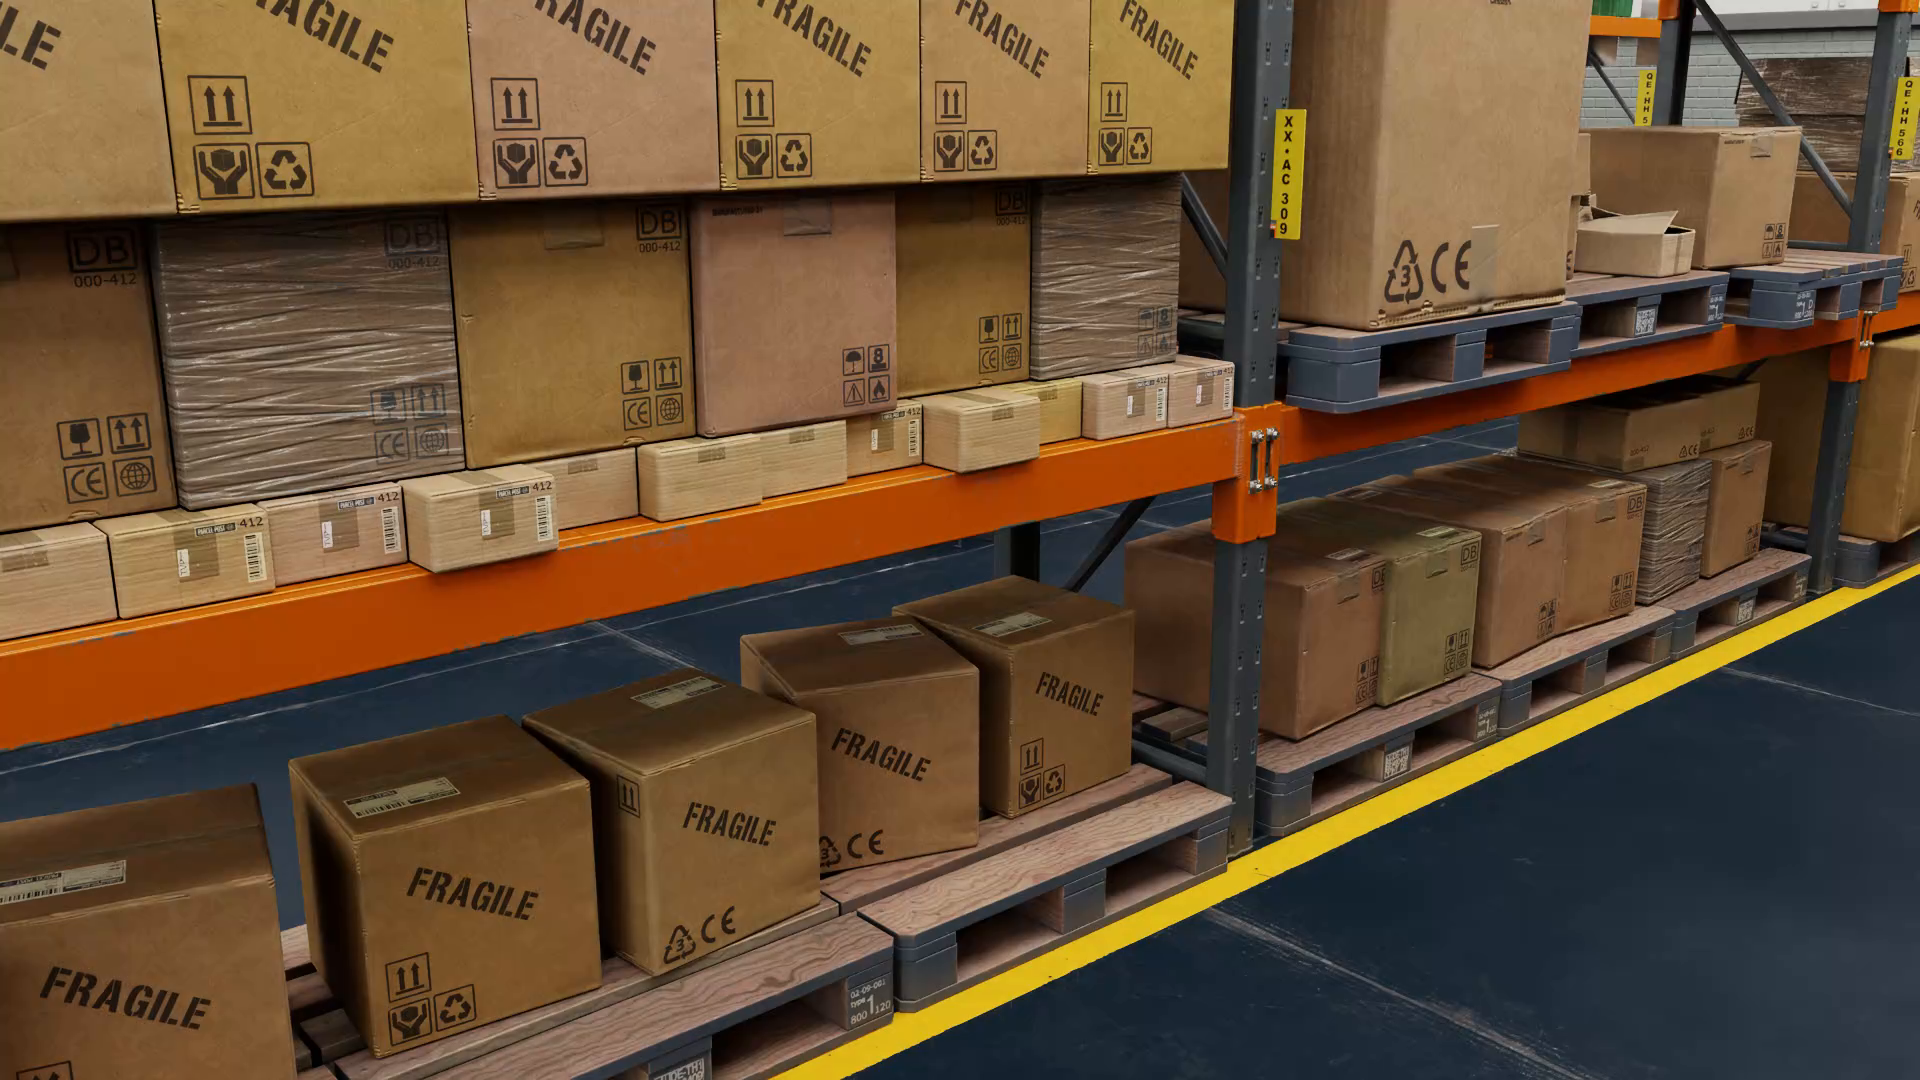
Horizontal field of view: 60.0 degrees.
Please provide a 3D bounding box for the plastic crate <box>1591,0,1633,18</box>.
[{"bbox_3d":[5.725,-4.750,14.817,0.336,0.188,0.450,-13,19,-39],"label":"plastic crate"}]

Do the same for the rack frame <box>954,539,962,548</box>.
[{"bbox_3d":[-0.071,-0.419,8.075,0.006,0.900,0.240,-13,19,-39],"label":"rack frame"}]

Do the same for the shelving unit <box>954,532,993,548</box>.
[{"bbox_3d":[0.006,-0.436,8.139,0.210,0.900,0.258,-13,19,-39],"label":"shelving unit"}]

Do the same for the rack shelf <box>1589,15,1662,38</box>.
[{"bbox_3d":[4.773,-4.388,14.447,4.000,0.370,1.077,-13,19,-39],"label":"rack shelf"}]

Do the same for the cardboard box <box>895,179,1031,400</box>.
[{"bbox_3d":[-0.300,-0.678,4.207,0.500,0.500,0.875,-13,19,-39],"label":"cardboard box"}]

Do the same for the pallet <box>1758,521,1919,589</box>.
[{"bbox_3d":[4.142,-0.078,8.131,1.213,0.211,1.003,-13,19,-39],"label":"pallet"}]

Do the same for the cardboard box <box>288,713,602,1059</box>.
[{"bbox_3d":[-1.142,0.741,3.692,0.500,0.500,0.500,-10,18,-34],"label":"cardboard box"}]

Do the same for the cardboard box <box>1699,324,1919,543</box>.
[{"bbox_3d":[4.032,-0.595,7.969,0.875,0.875,1.225,-14,20,-42],"label":"cardboard box"}]

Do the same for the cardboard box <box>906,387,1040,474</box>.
[{"bbox_3d":[-0.027,-0.278,3.965,0.250,0.149,0.380,-13,19,-39],"label":"cardboard box"}]

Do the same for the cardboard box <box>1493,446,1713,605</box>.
[{"bbox_3d":[2.596,-0.097,6.792,0.700,0.500,0.500,14,20,42],"label":"cardboard box"}]

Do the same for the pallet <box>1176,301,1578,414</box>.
[{"bbox_3d":[1.153,-0.637,5.193,1.213,0.211,1.003,-13,19,-39],"label":"pallet"}]

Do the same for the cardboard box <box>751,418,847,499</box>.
[{"bbox_3d":[-0.464,-0.211,3.715,0.250,0.149,0.380,-13,19,-39],"label":"cardboard box"}]

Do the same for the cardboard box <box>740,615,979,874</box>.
[{"bbox_3d":[-0.275,0.535,4.465,0.500,0.500,0.500,-6,16,-22],"label":"cardboard box"}]

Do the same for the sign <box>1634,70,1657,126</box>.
[{"bbox_3d":[3.131,-1.973,7.579,0.005,0.325,0.100,-13,19,-39],"label":"sign"}]

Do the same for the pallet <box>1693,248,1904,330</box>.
[{"bbox_3d":[3.030,-1.072,6.822,1.003,0.211,1.213,-13,19,-39],"label":"pallet"}]

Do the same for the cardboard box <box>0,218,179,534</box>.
[{"bbox_3d":[-1.806,-0.339,2.935,0.500,0.500,0.875,-13,19,-39],"label":"cardboard box"}]

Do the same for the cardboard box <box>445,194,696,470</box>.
[{"bbox_3d":[-1.015,-0.497,3.529,0.500,0.500,0.875,-13,19,-39],"label":"cardboard box"}]

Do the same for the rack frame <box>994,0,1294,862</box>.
[{"bbox_3d":[0.481,-0.628,4.790,0.127,3.000,1.000,-13,19,-39],"label":"rack frame"}]

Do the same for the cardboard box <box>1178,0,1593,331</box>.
[{"bbox_3d":[1.172,-1.228,5.060,1.000,1.000,1.000,-12,19,-39],"label":"cardboard box"}]

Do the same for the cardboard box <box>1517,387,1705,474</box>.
[{"bbox_3d":[2.619,-0.462,6.705,0.500,0.250,0.500,-10,18,-33],"label":"cardboard box"}]

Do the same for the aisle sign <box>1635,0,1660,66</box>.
[{"bbox_3d":[6.528,-4.836,15.507,0.004,0.787,0.394,-13,19,-39],"label":"aisle sign"}]

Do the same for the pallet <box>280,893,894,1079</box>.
[{"bbox_3d":[-0.924,1.047,3.920,1.213,0.211,1.003,-13,19,-39],"label":"pallet"}]

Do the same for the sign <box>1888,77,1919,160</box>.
[{"bbox_3d":[3.861,-1.723,6.798,0.005,0.325,0.100,-13,19,-39],"label":"sign"}]

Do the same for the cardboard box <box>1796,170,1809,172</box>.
[{"bbox_3d":[3.708,-1.486,7.807,0.500,0.500,0.500,-12,19,-38],"label":"cardboard box"}]

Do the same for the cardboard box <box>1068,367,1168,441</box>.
[{"bbox_3d":[0.316,-0.373,4.320,0.250,0.149,0.380,-13,19,-39],"label":"cardboard box"}]

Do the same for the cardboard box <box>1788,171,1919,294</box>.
[{"bbox_3d":[4.043,-1.384,7.423,0.500,0.500,0.500,-12,19,-38],"label":"cardboard box"}]

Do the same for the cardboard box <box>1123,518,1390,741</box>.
[{"bbox_3d":[0.958,0.267,5.429,0.700,0.500,0.500,14,21,43],"label":"cardboard box"}]

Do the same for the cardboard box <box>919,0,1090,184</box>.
[{"bbox_3d":[-0.055,-1.089,3.805,0.500,0.500,0.500,-13,19,-39],"label":"cardboard box"}]

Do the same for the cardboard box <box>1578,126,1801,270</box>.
[{"bbox_3d":[2.761,-1.344,6.461,0.500,0.500,0.700,-9,18,-31],"label":"cardboard box"}]

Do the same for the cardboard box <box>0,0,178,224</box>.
[{"bbox_3d":[-1.561,-0.749,2.535,0.500,0.500,0.500,-13,19,-39],"label":"cardboard box"}]

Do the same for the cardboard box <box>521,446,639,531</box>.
[{"bbox_3d":[-0.869,-0.135,3.428,0.250,0.149,0.380,-13,19,-39],"label":"cardboard box"}]

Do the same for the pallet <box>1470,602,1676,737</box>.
[{"bbox_3d":[1.988,0.379,6.422,1.213,0.211,1.003,-13,19,-39],"label":"pallet"}]

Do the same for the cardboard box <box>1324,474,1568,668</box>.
[{"bbox_3d":[1.752,0.095,6.073,0.700,0.500,0.500,14,20,42],"label":"cardboard box"}]

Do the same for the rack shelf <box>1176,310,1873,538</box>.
[{"bbox_3d":[1.989,-0.620,6.151,4.000,0.370,1.077,-13,19,-39],"label":"rack shelf"}]

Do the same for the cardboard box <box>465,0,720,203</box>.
[{"bbox_3d":[-0.812,-0.920,3.174,0.500,0.500,0.500,-13,19,-39],"label":"cardboard box"}]

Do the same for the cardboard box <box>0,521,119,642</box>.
[{"bbox_3d":[-1.591,0.044,2.758,0.250,0.149,0.380,-13,19,-39],"label":"cardboard box"}]

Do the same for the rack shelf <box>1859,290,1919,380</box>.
[{"bbox_3d":[5.007,-1.297,8.688,4.000,0.370,1.077,-13,19,-39],"label":"rack shelf"}]

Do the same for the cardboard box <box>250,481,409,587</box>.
[{"bbox_3d":[-1.227,-0.044,3.090,0.250,0.149,0.380,-13,19,-39],"label":"cardboard box"}]
